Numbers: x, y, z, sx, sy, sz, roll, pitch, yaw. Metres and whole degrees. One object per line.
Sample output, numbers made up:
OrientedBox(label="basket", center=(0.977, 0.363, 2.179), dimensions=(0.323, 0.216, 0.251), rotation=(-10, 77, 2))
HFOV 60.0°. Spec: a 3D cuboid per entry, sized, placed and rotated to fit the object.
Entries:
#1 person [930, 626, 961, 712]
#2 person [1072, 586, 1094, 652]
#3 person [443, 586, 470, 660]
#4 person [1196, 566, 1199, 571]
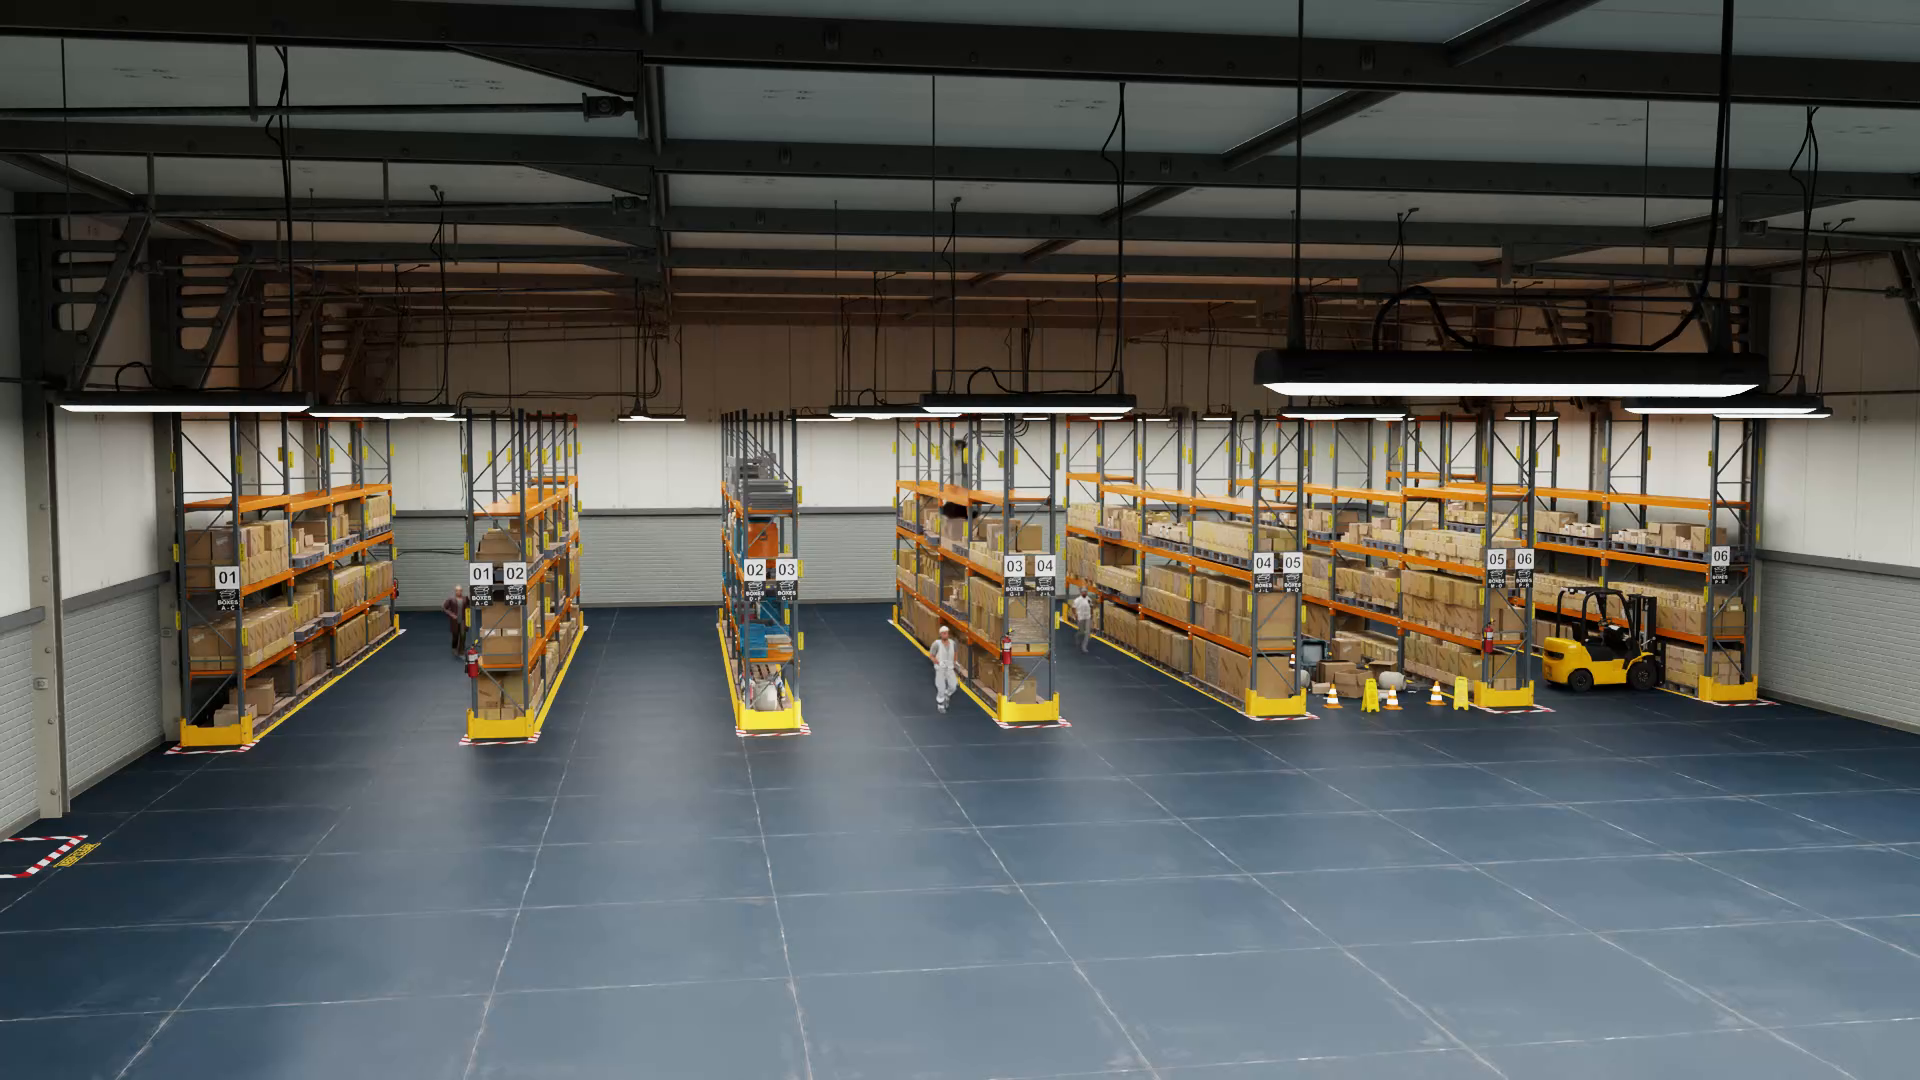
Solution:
OrientedBox(label="person", center=(-0.268, 2.560, 32.810), dimensions=(0.661, 1.734, 0.642), rotation=(-2, 4, -22))
OrientedBox(label="person", center=(3.098, 1.981, 41.942), dimensions=(0.563, 1.667, 0.604), rotation=(-1, 4, -14))
OrientedBox(label="person", center=(-12.248, 2.012, 40.585), dimensions=(0.712, 1.776, 0.954), rotation=(-2, 4, -24))
OrientedBox(label="person", center=(7.066, 1.381, 50.340), dimensions=(0.711, 1.711, 0.545), rotation=(-1, 4, -17))
